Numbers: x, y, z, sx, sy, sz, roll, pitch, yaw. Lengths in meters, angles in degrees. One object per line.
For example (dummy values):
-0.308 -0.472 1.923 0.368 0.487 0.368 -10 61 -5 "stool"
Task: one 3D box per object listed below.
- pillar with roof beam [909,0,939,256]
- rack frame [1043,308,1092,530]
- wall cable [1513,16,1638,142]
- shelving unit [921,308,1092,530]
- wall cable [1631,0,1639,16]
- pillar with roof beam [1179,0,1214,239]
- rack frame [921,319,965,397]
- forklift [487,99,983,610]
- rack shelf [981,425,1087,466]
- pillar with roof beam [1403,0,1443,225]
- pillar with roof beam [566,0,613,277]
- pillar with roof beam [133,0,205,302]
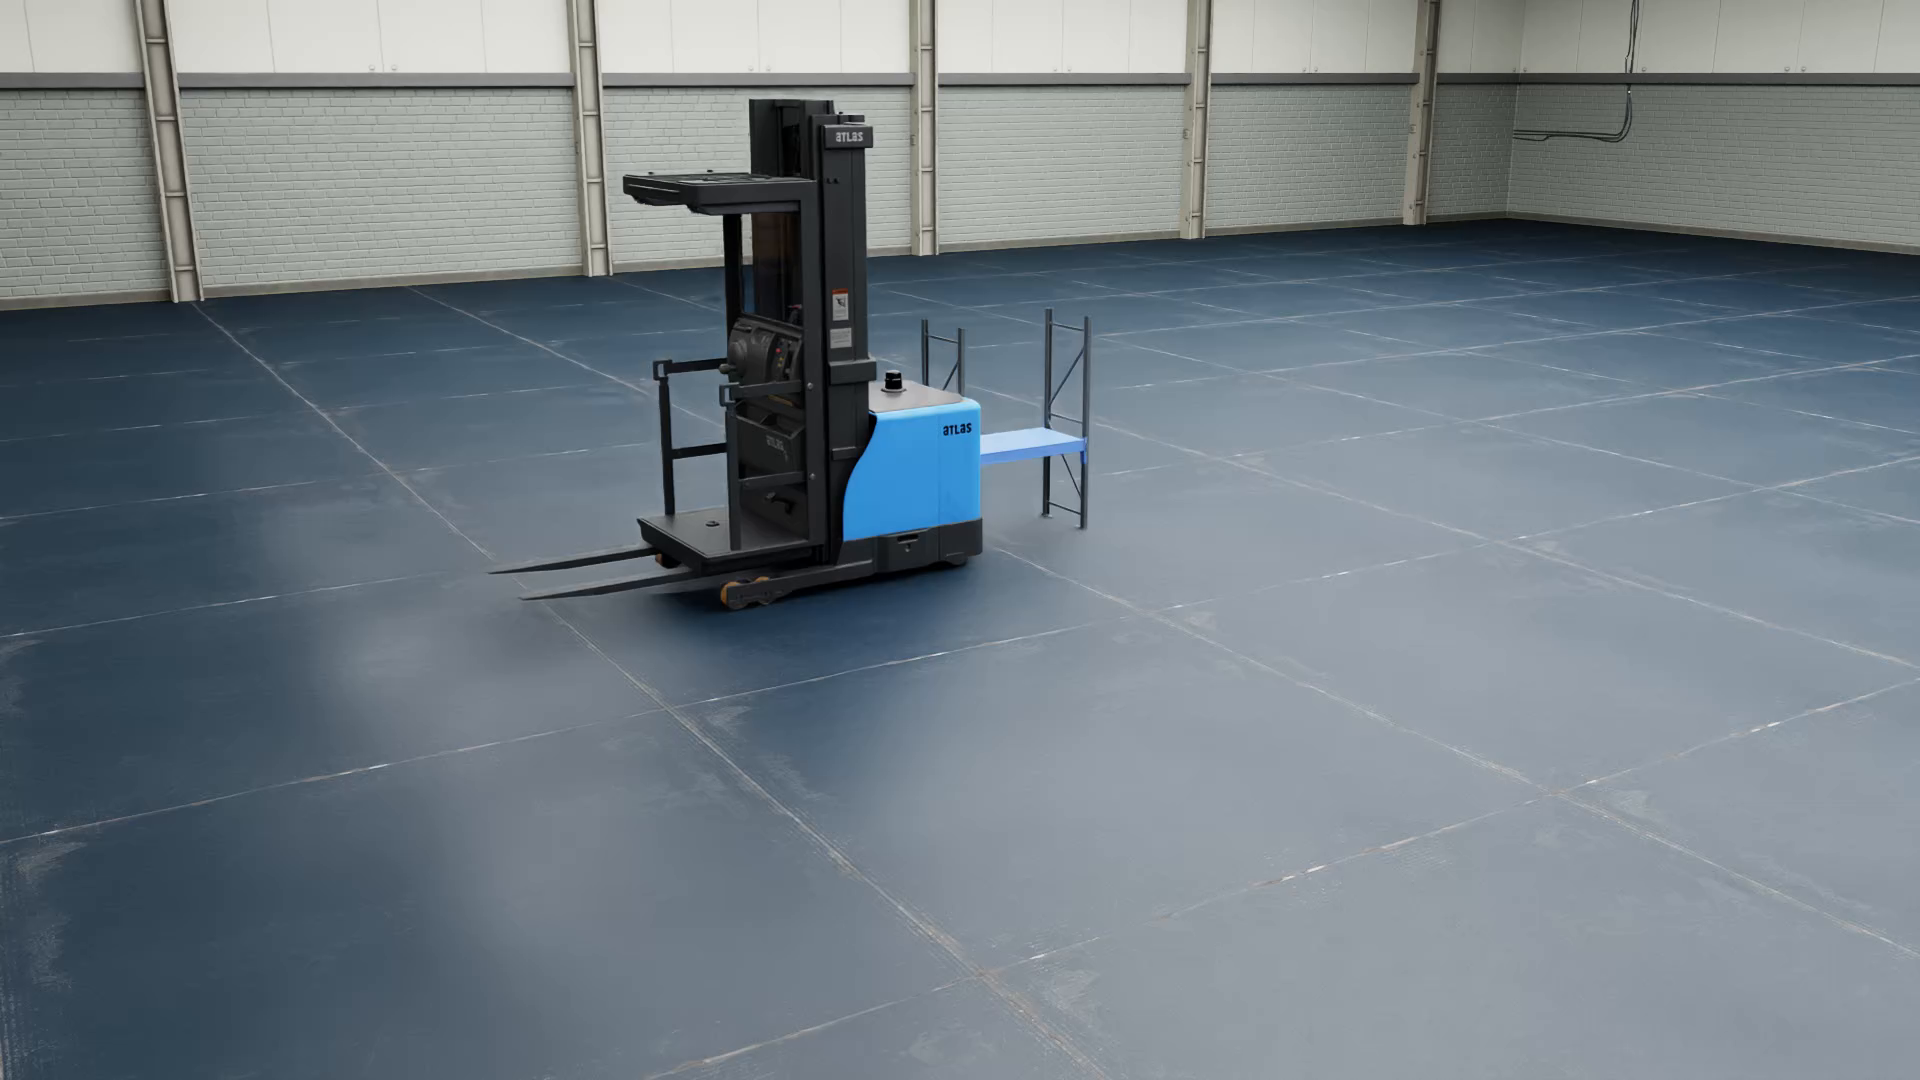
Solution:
1.595 -8.392 24.676 0.400 9.000 9.100 -9 18 -30 "pillar with roof beam"
0.746 -0.851 11.666 0.032 1.500 0.500 -10 18 -31 "rack frame"
12.870 -9.665 34.968 0.112 2.526 3.097 -9 18 -30 "wall cable"
0.317 -0.777 11.403 1.048 1.500 0.538 -10 18 -31 "shelving unit"
14.263 -11.471 32.054 0.112 2.526 3.097 -9 18 -30 "wall cable"
6.738 -9.226 27.651 0.400 9.000 9.100 -9 18 -30 "pillar with roof beam"
-0.112 -0.703 11.140 0.032 1.500 0.500 -10 18 -31 "rack frame"
-1.372 -1.157 10.107 3.031 2.935 1.130 -10 18 -31 "forklift"
0.317 -0.604 11.452 1.000 0.185 0.538 -10 18 -31 "rack shelf"
11.881 -10.060 30.627 0.400 9.000 9.100 -9 18 -30 "pillar with roof beam"
-3.549 -7.558 21.701 0.400 9.000 9.100 -9 18 -30 "pillar with roof beam"
-8.692 -6.724 18.725 0.400 9.000 9.100 -9 18 -30 "pillar with roof beam"
